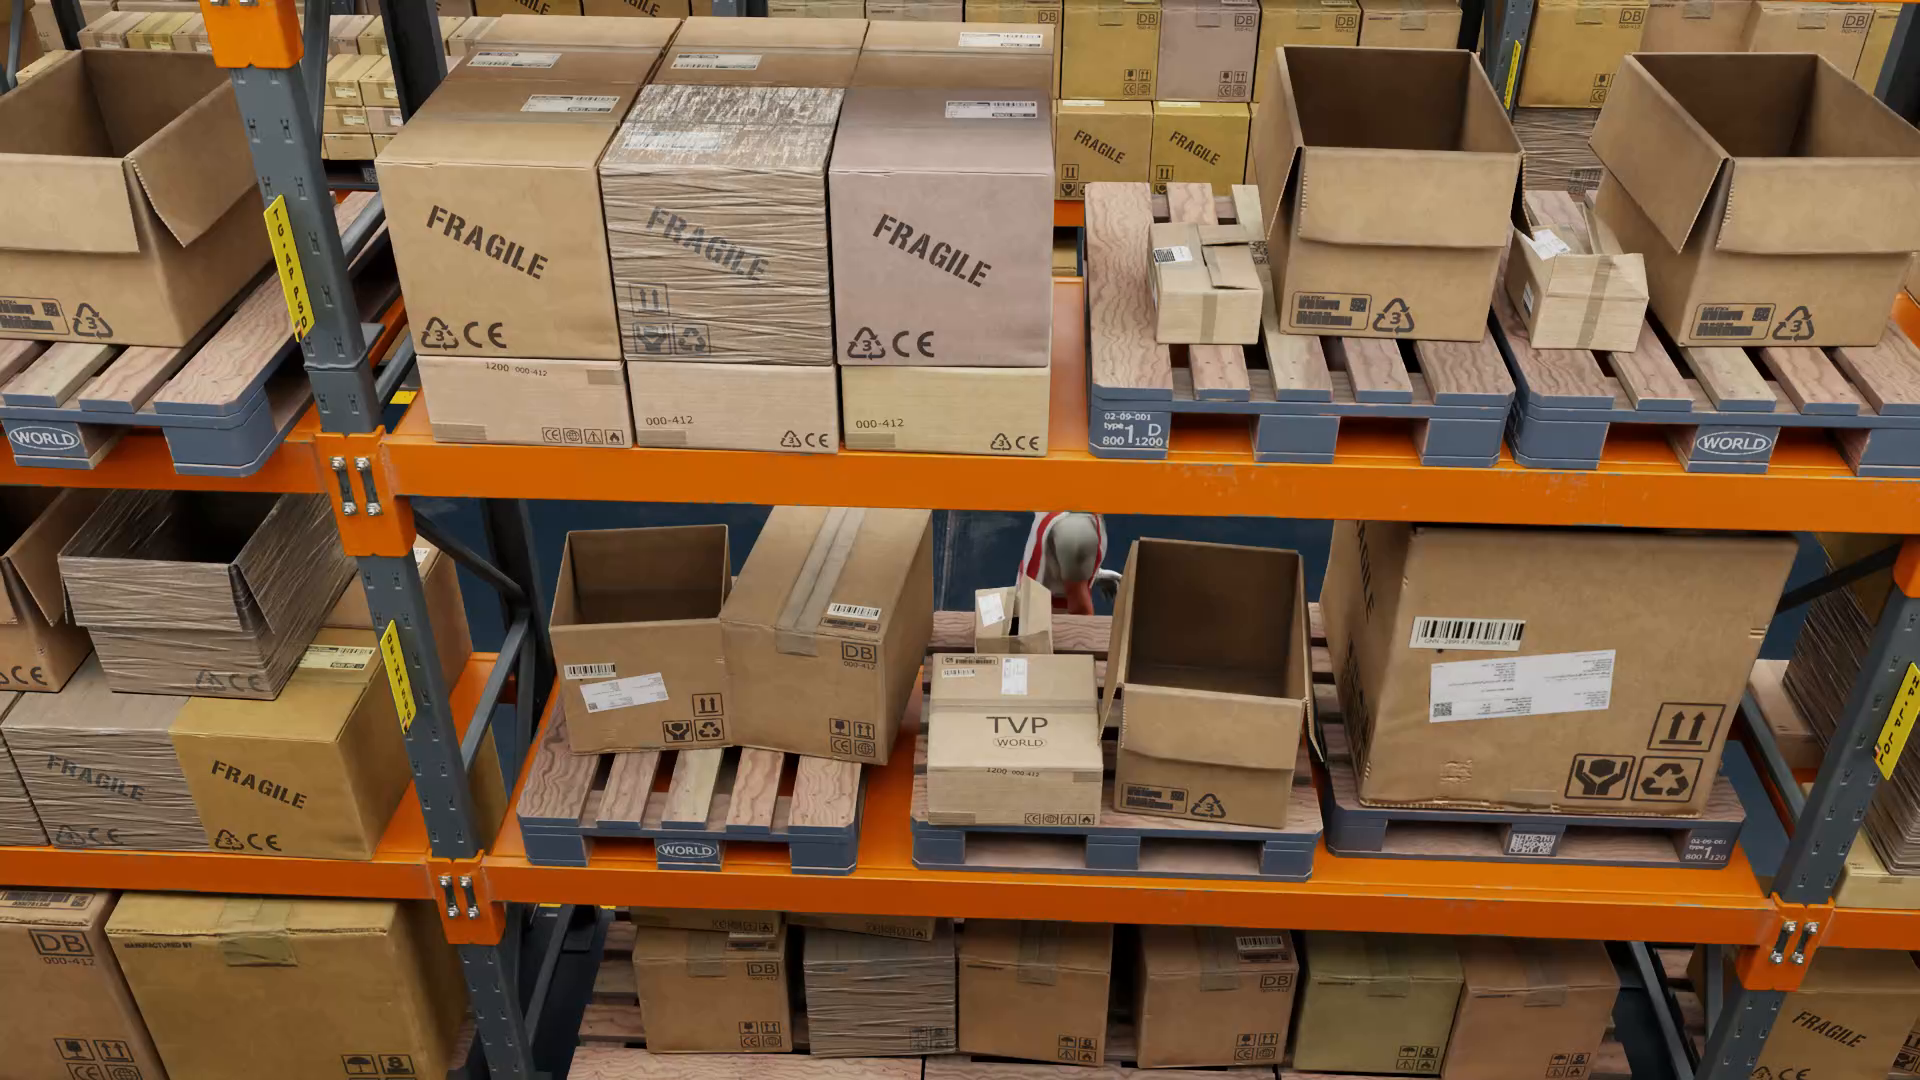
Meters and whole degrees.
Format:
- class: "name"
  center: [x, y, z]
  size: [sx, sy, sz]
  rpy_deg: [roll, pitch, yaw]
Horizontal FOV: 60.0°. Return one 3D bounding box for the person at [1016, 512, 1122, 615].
- class: "person"
  center: [0.481, 0.285, 6.776]
  size: [0.516, 1.698, 0.554]
  rpy_deg: [2, 35, 3]
